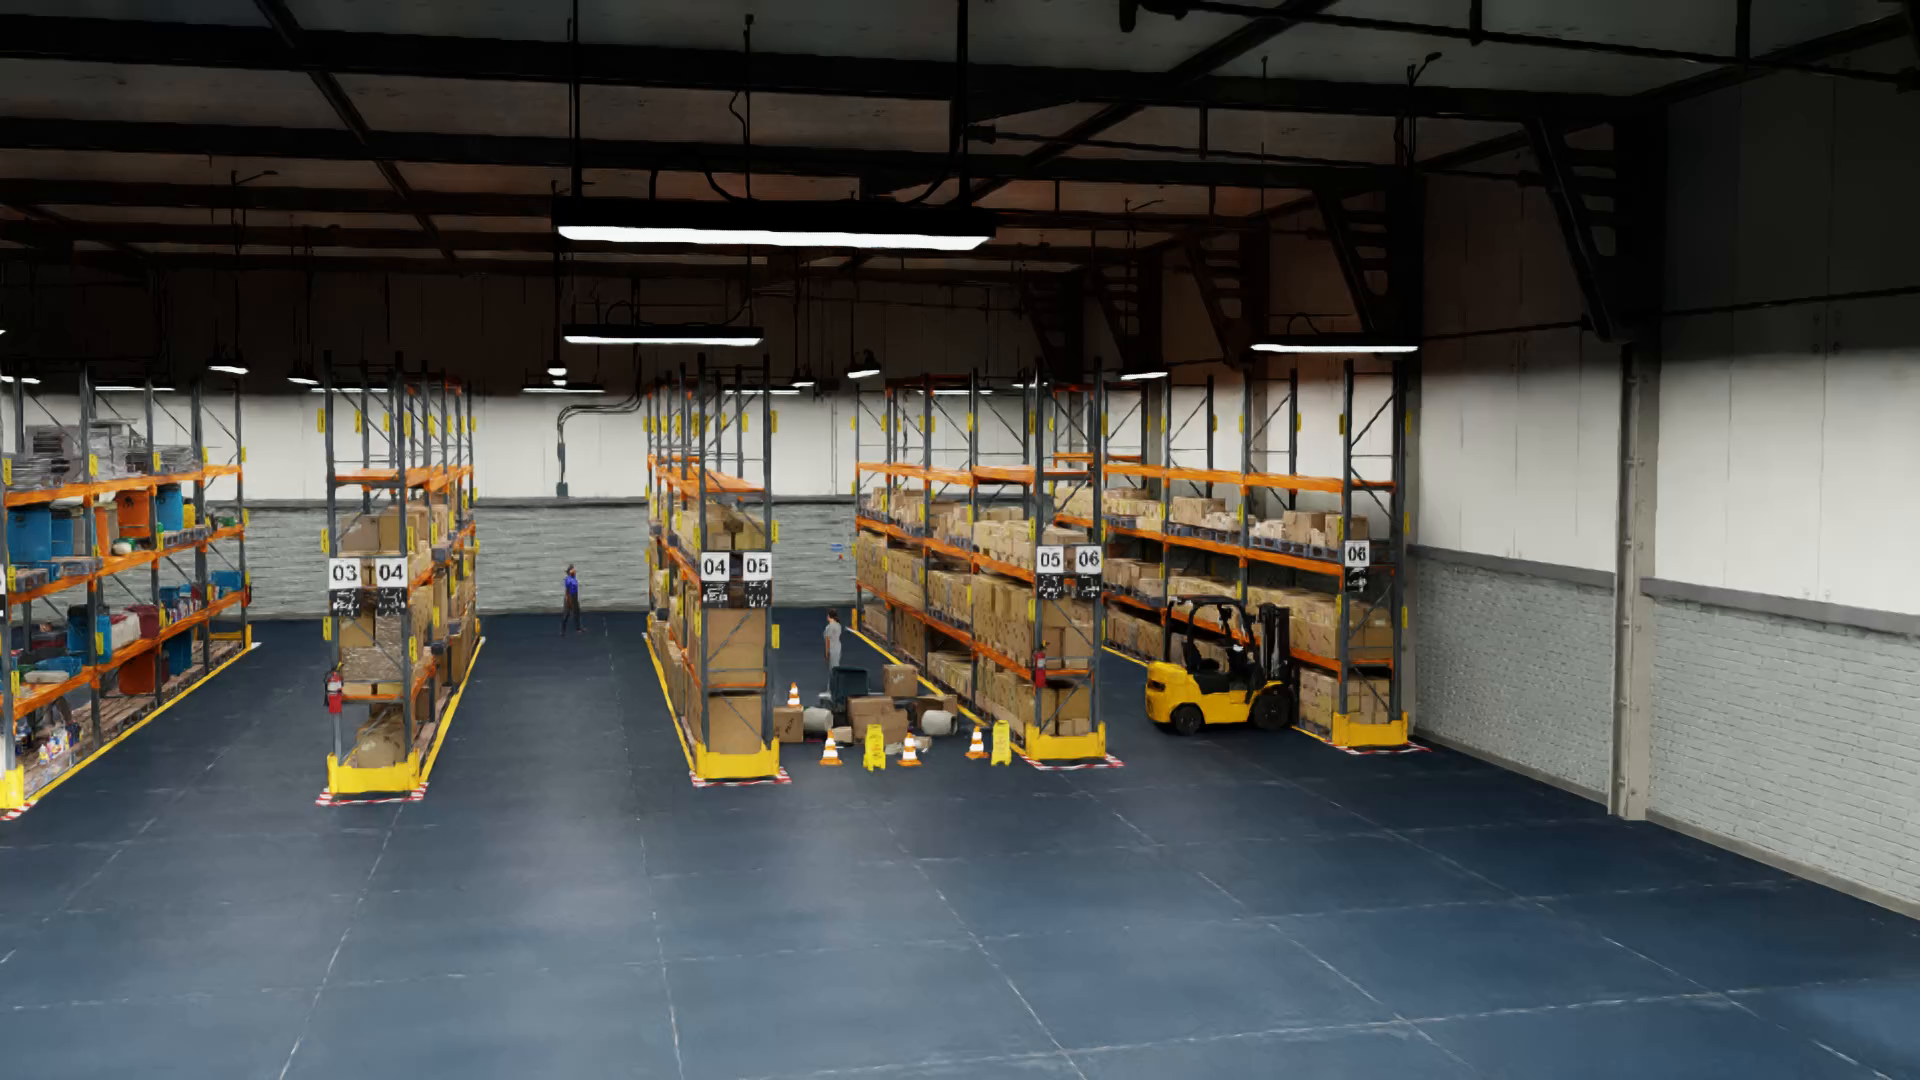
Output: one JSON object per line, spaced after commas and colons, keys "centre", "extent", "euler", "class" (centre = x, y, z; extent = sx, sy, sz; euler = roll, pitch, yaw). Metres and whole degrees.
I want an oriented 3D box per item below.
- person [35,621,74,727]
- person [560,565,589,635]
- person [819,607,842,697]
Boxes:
{"centre": [-14.367, 2.135, 26.302], "extent": [0.588, 1.708, 0.709], "euler": [-2, 5, -28], "class": "person"}
{"centre": [-9.246, 1.414, 39.655], "extent": [0.520, 1.638, 0.675], "euler": [1, 4, 17], "class": "person"}
{"centre": [-2.339, 2.061, 30.189], "extent": [0.564, 1.649, 0.564], "euler": [1, 4, 17], "class": "person"}
